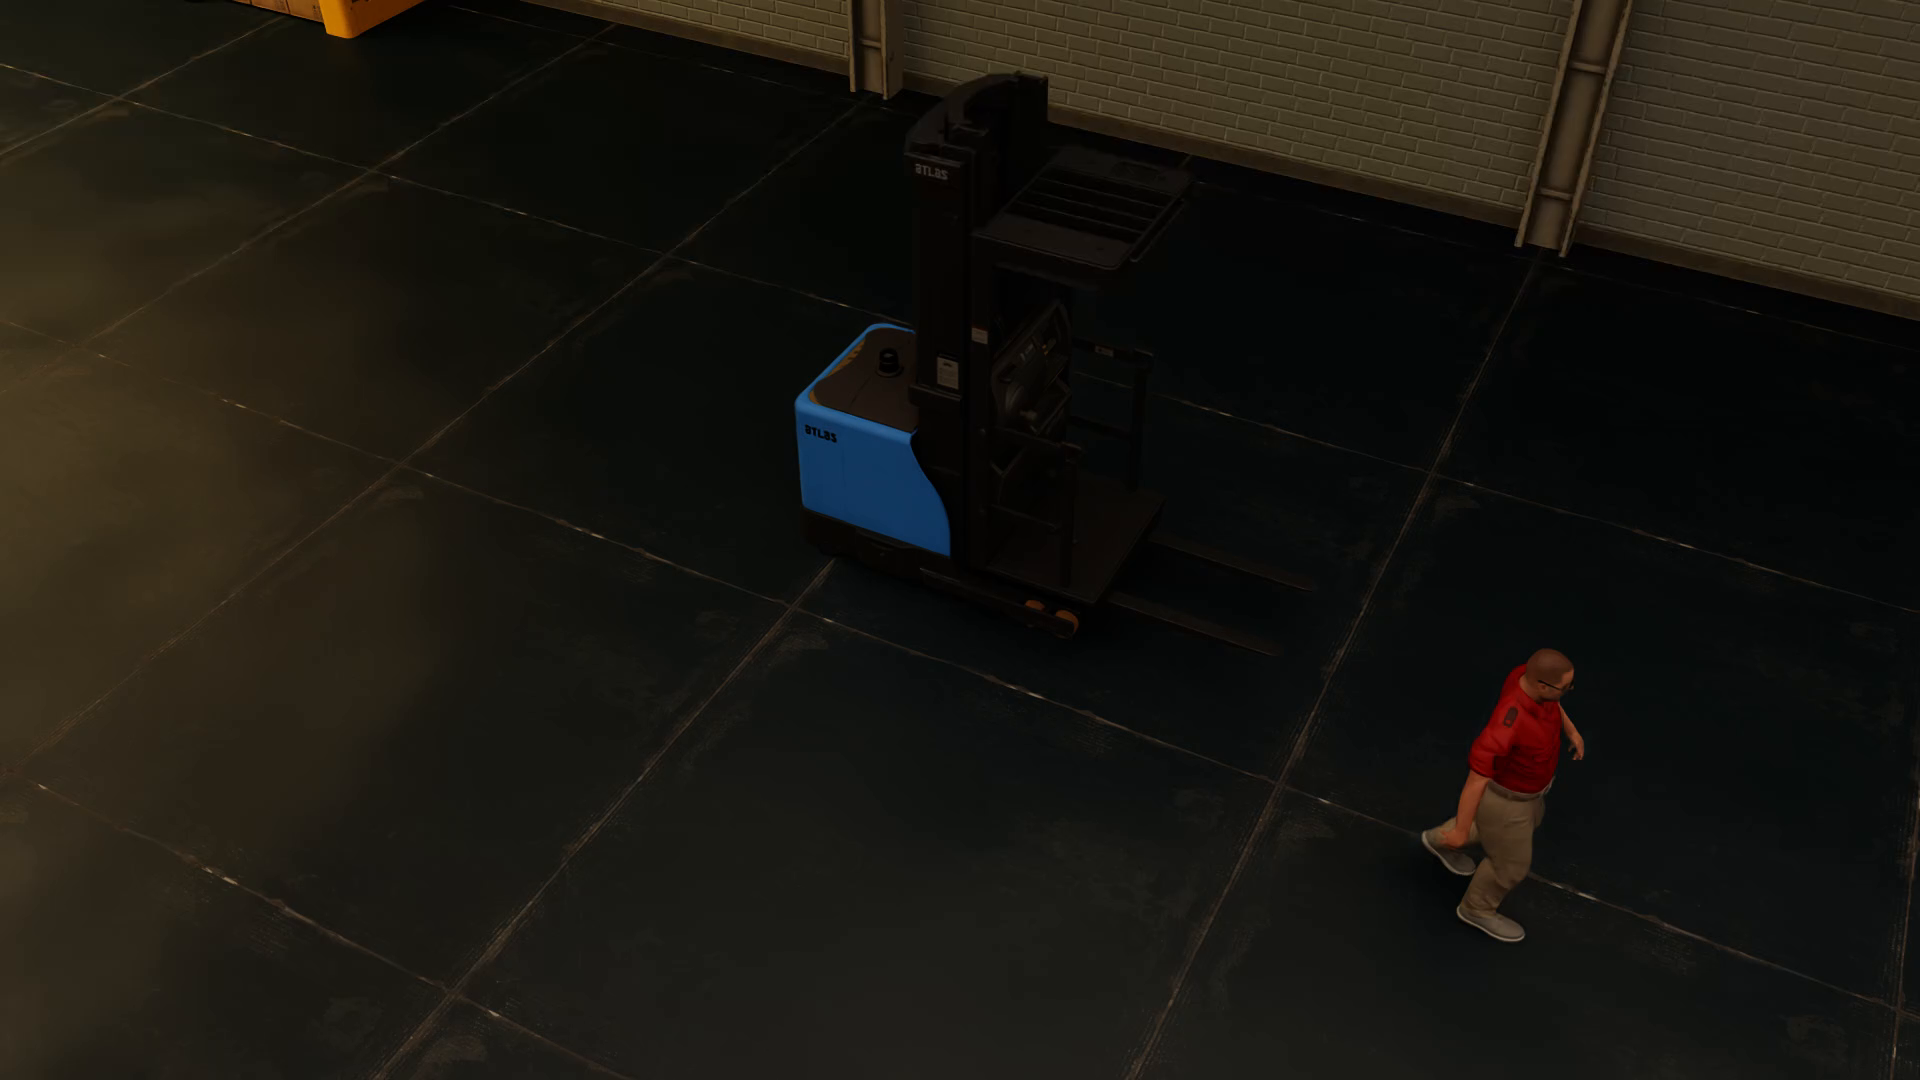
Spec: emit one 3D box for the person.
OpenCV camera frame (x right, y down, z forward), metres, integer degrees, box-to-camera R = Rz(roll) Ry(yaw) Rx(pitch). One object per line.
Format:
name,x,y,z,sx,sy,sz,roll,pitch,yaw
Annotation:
person,2.486,1.126,7.602,0.595,1.710,0.792,16,43,19

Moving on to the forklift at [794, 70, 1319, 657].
forklift,0.576,-0.944,9.107,3.031,2.935,1.130,18,43,20
